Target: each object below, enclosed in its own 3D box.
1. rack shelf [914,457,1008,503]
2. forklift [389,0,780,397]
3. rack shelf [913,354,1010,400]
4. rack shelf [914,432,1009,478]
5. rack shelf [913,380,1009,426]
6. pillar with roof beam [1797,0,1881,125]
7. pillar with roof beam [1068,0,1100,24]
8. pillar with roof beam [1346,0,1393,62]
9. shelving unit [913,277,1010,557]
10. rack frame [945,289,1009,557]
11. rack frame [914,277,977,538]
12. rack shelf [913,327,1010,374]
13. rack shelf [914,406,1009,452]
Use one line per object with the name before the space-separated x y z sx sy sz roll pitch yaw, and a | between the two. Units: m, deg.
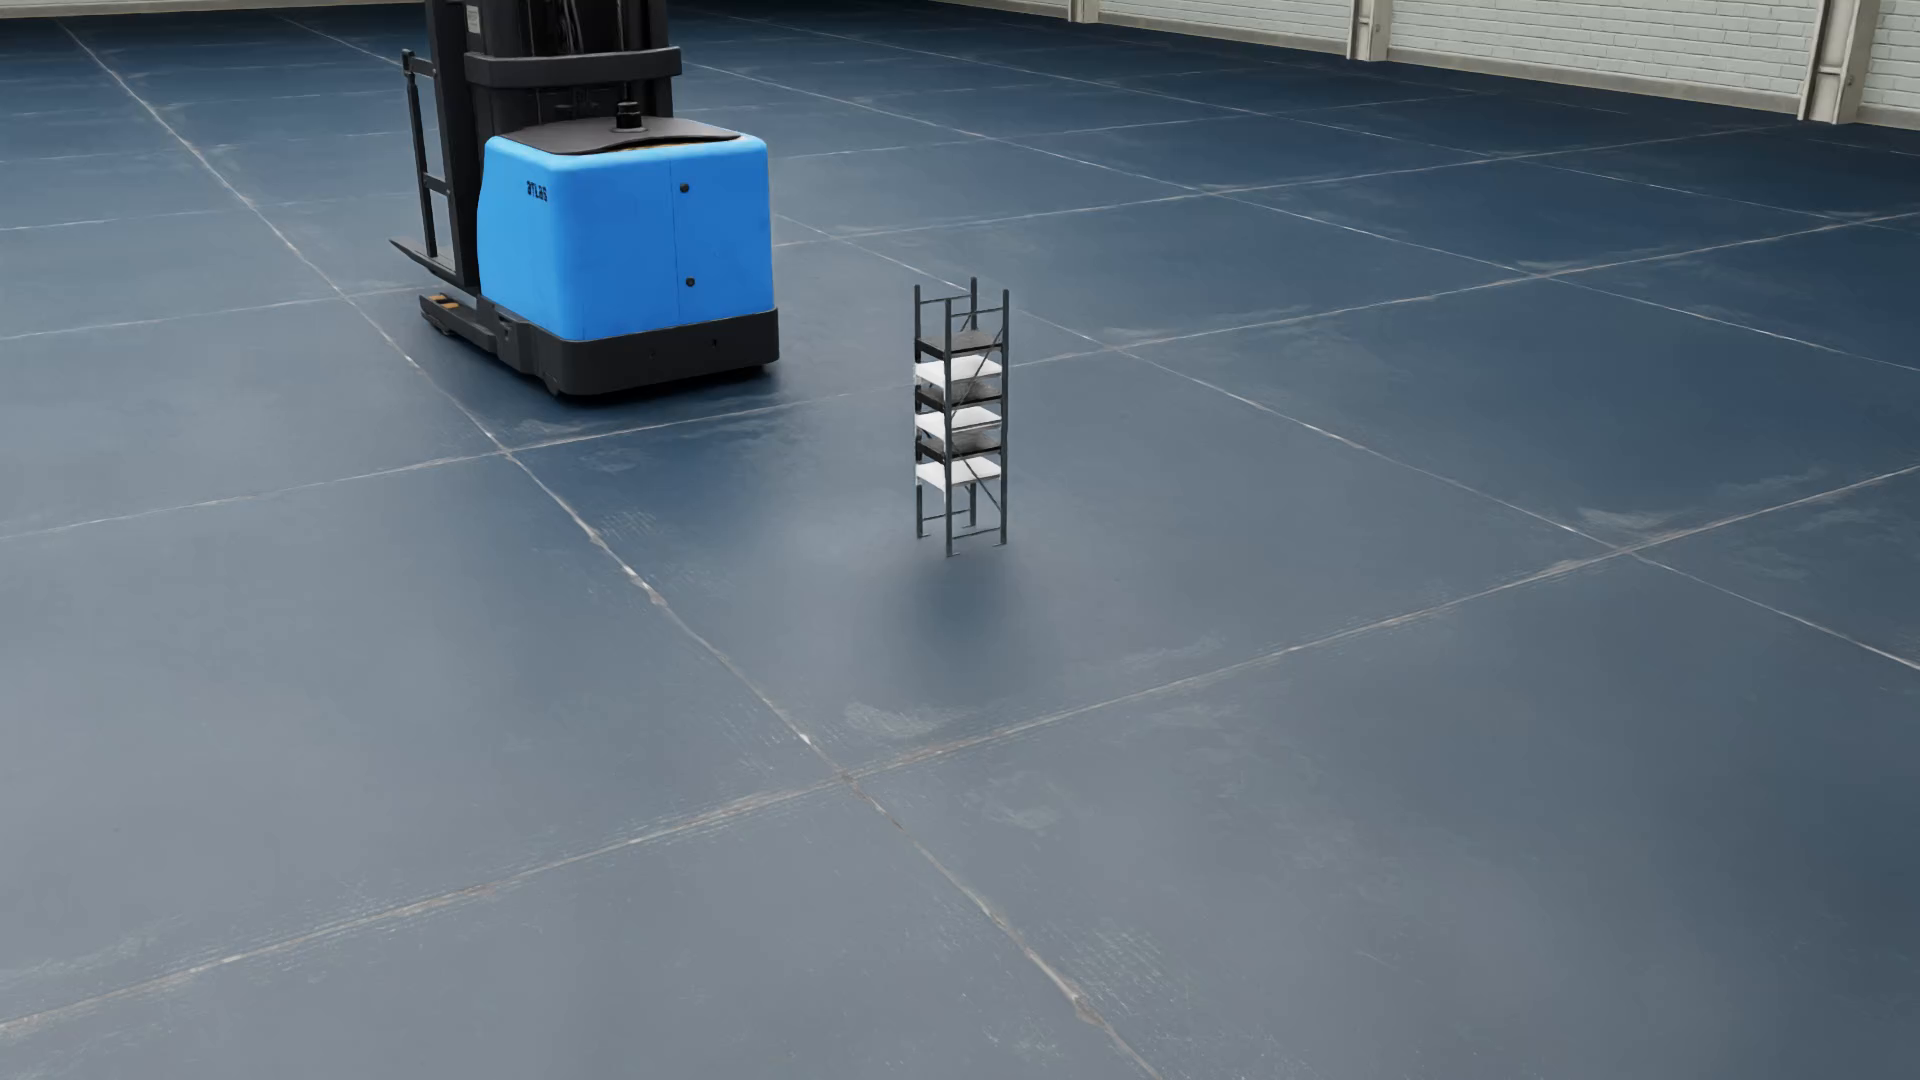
rack shelf | 0.004 -0.217 5.716 0.258 0.077 0.200 -13 25 -28
forklift | -2.094 -2.475 8.007 1.130 2.935 3.031 -15 26 -32
rack shelf | 0.004 -0.550 5.580 0.258 0.077 0.200 -13 25 -28
rack shelf | 0.004 -0.300 5.682 0.258 0.077 0.200 -13 25 -28
rack shelf | 0.004 -0.467 5.614 0.258 0.077 0.200 -13 25 -28
pillar with roof beam | 4.279 -7.202 11.579 9.100 9.000 0.400 -13 25 -28
pillar with roof beam | -1.850 -11.086 21.136 9.100 9.000 0.400 -13 25 -28
pillar with roof beam | 1.215 -9.144 16.358 9.100 9.000 0.400 -13 25 -28
shelving unit | 0.004 -0.414 5.636 0.258 0.900 0.210 -13 25 -28
rack frame | 0.056 -0.381 5.555 0.240 0.900 0.006 -13 25 -28
rack frame | -0.048 -0.447 5.717 0.240 0.900 0.006 -13 25 -28
rack shelf | 0.004 -0.633 5.546 0.258 0.077 0.200 -13 25 -28
rack shelf | 0.004 -0.383 5.648 0.258 0.077 0.200 -13 25 -28
